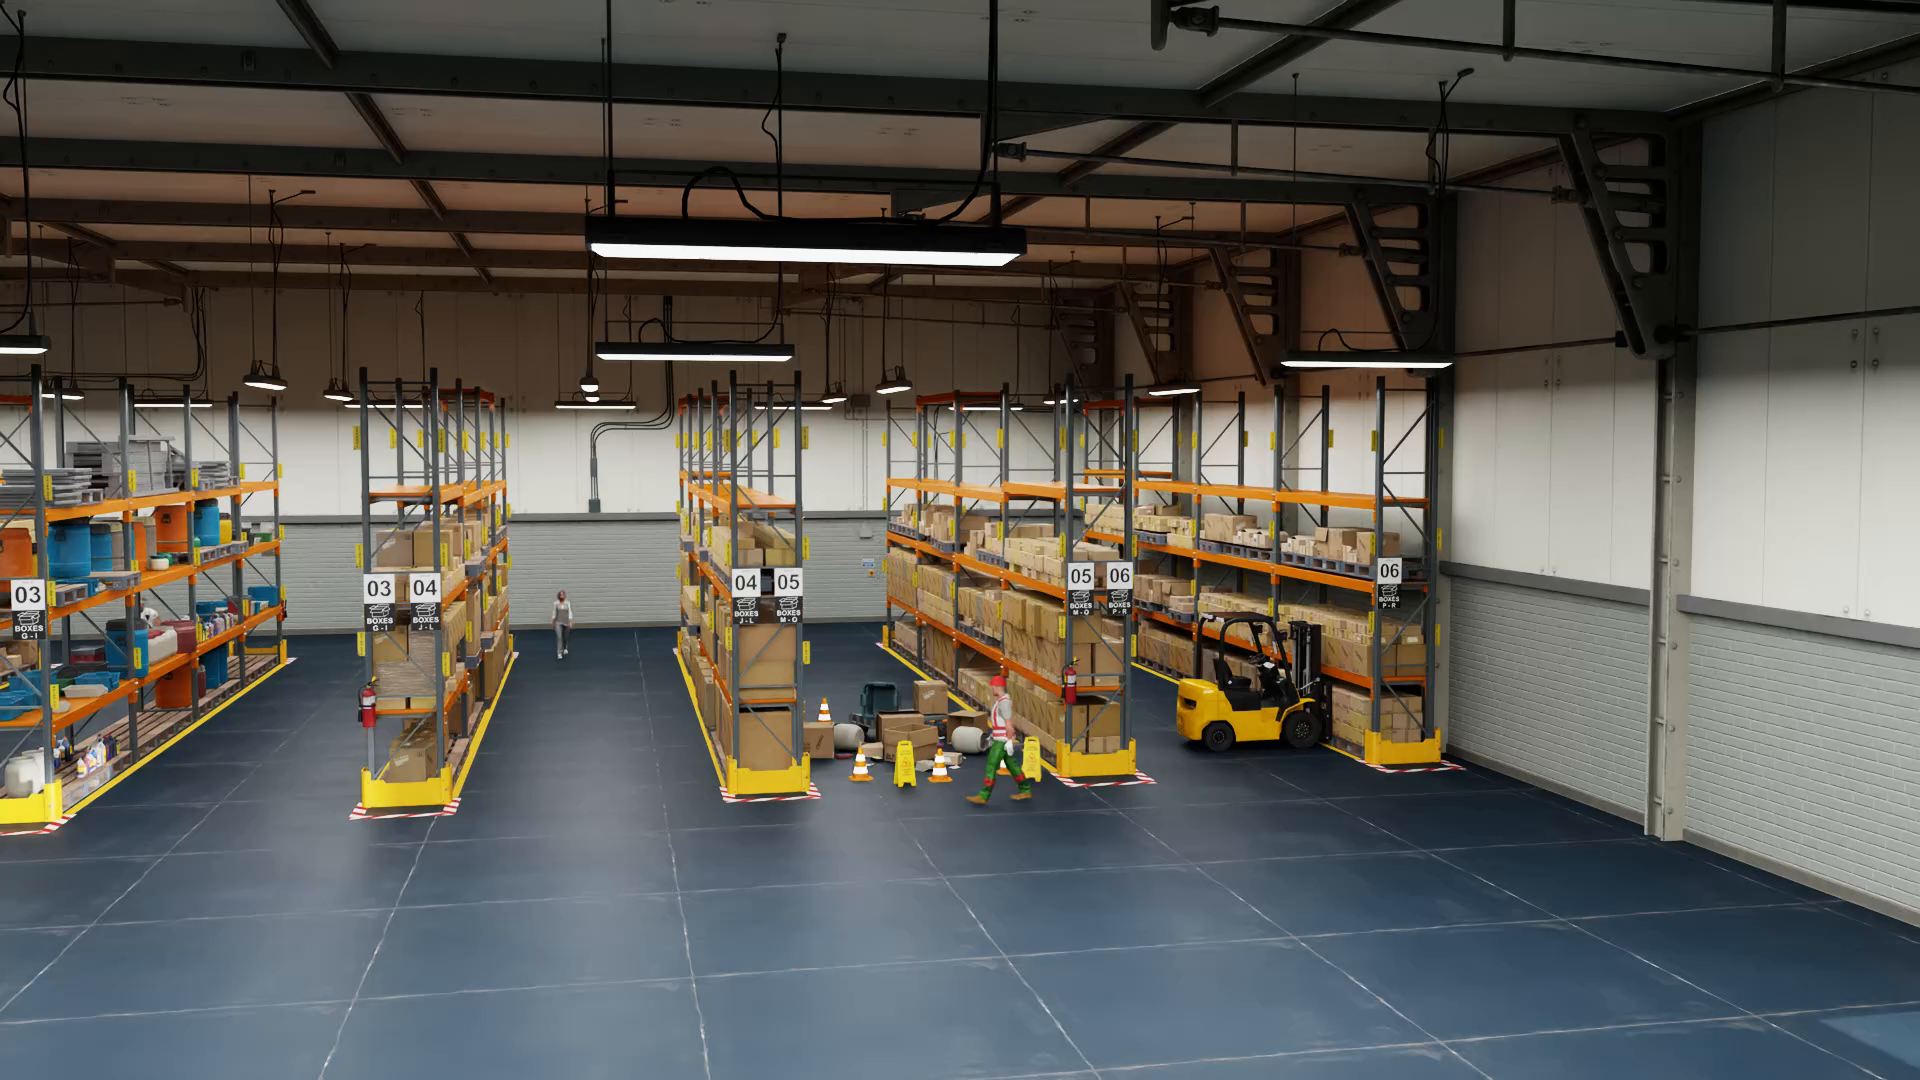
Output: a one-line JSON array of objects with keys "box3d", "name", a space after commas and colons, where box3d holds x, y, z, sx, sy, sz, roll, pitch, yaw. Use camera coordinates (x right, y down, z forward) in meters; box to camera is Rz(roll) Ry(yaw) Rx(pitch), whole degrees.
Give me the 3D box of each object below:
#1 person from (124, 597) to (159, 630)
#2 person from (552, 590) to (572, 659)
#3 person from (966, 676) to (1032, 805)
[{"box3d": [-17.536, 2.045, 35.650, 0.606, 1.680, 0.735, 0, 3, -3], "name": "person"}, {"box3d": [-9.162, 1.929, 38.289, 0.446, 1.539, 0.972, -1, 4, -14], "name": "person"}, {"box3d": [0.543, 2.758, 23.023, 0.911, 1.753, 0.566, 0, 3, 0], "name": "person"}]
